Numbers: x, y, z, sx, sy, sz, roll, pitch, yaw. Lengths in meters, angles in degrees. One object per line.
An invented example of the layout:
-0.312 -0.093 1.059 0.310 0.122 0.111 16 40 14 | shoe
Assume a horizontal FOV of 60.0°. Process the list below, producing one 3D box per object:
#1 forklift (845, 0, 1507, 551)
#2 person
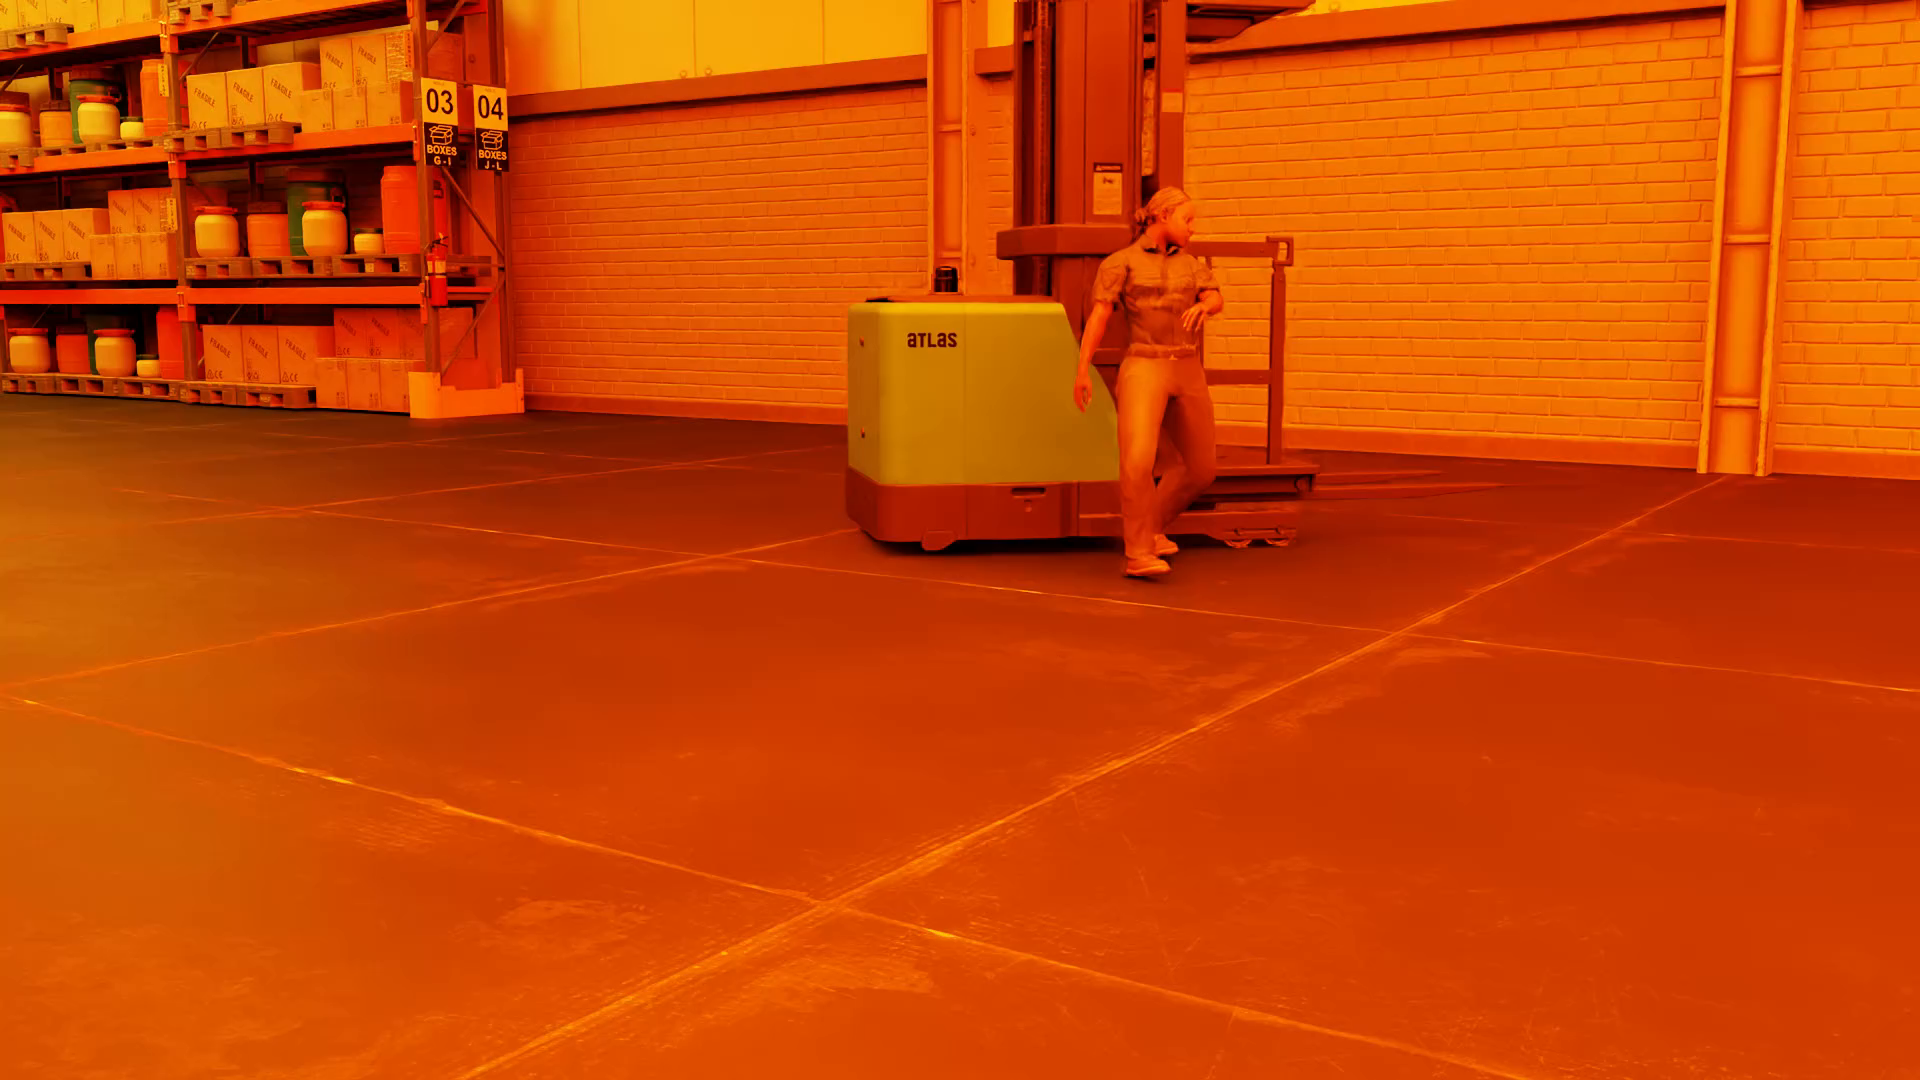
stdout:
1.028 -1.486 7.645 3.031 2.935 1.130 -2 8 -12 | forklift
0.753 -0.635 6.617 0.696 1.532 0.820 -5 9 -30 | person
